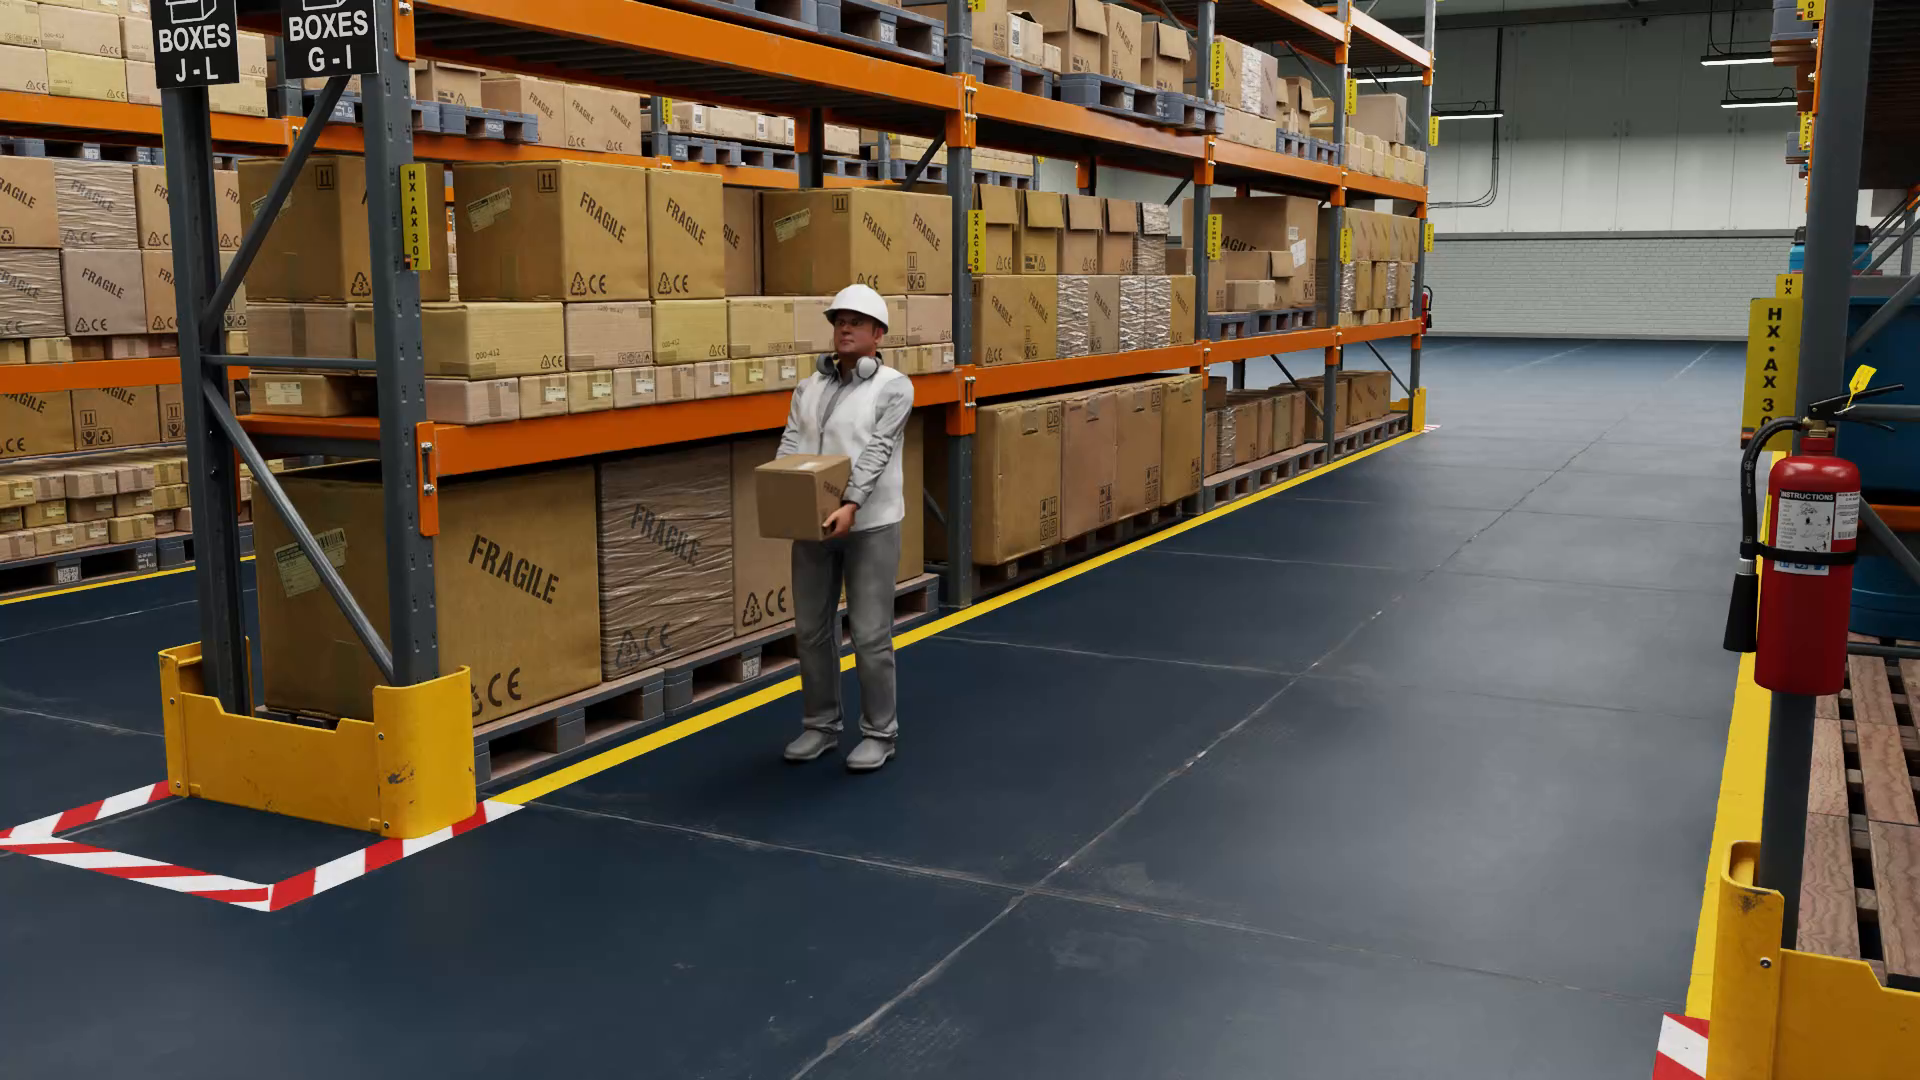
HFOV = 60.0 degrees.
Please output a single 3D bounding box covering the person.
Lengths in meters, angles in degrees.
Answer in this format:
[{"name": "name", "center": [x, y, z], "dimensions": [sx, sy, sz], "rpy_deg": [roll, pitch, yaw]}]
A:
[{"name": "person", "center": [-0.448, -0.039, 6.058], "dimensions": [0.494, 1.762, 0.565], "rpy_deg": [4, 10, 26]}]
